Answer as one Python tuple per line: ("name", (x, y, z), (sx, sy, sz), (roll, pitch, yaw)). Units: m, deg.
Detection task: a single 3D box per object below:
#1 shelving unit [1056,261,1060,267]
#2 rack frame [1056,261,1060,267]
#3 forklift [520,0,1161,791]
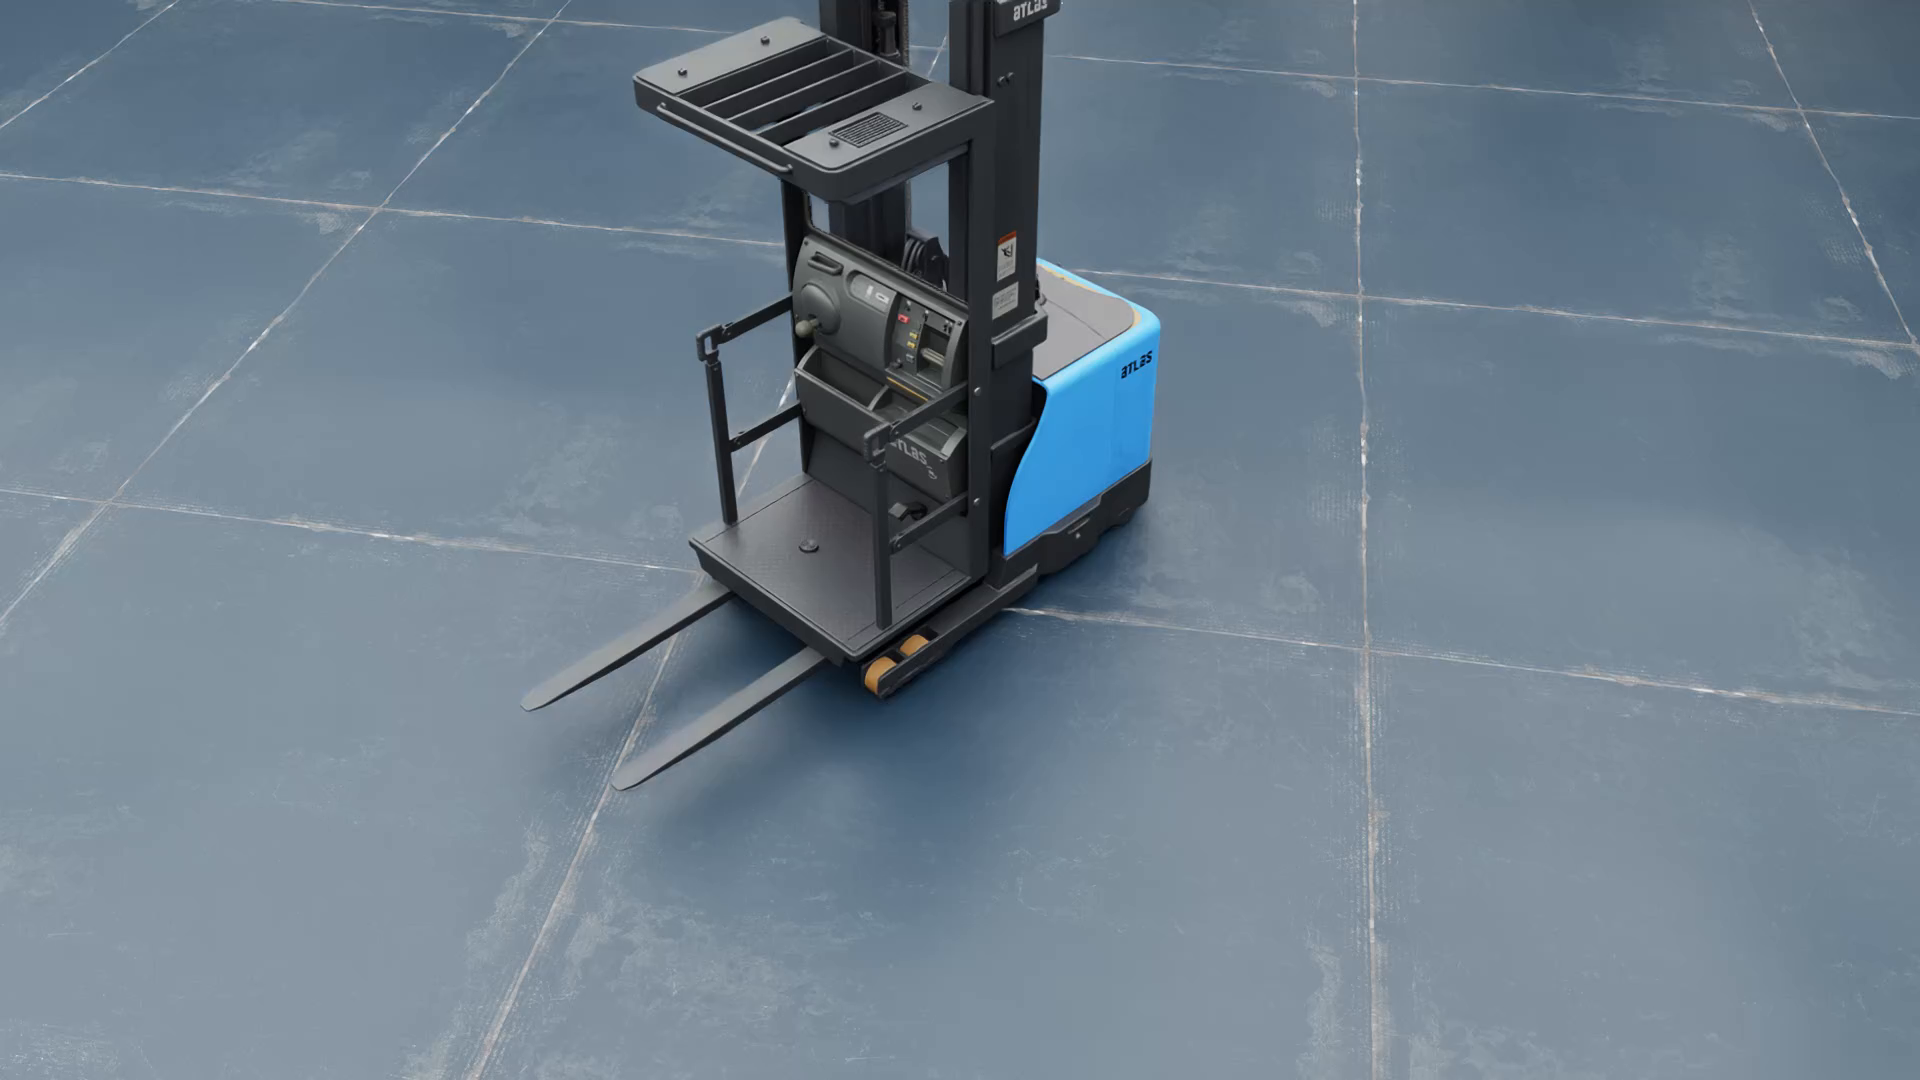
("shelving unit", (0.326, -0.998, 8.348), (0.258, 0.900, 0.210), (29, 48, 30))
("rack frame", (0.393, -1.047, 8.407), (0.240, 0.900, 0.006), (29, 48, 30))
("forklift", (-0.481, -0.839, 6.561), (1.130, 2.935, 3.031), (32, 49, 33))
